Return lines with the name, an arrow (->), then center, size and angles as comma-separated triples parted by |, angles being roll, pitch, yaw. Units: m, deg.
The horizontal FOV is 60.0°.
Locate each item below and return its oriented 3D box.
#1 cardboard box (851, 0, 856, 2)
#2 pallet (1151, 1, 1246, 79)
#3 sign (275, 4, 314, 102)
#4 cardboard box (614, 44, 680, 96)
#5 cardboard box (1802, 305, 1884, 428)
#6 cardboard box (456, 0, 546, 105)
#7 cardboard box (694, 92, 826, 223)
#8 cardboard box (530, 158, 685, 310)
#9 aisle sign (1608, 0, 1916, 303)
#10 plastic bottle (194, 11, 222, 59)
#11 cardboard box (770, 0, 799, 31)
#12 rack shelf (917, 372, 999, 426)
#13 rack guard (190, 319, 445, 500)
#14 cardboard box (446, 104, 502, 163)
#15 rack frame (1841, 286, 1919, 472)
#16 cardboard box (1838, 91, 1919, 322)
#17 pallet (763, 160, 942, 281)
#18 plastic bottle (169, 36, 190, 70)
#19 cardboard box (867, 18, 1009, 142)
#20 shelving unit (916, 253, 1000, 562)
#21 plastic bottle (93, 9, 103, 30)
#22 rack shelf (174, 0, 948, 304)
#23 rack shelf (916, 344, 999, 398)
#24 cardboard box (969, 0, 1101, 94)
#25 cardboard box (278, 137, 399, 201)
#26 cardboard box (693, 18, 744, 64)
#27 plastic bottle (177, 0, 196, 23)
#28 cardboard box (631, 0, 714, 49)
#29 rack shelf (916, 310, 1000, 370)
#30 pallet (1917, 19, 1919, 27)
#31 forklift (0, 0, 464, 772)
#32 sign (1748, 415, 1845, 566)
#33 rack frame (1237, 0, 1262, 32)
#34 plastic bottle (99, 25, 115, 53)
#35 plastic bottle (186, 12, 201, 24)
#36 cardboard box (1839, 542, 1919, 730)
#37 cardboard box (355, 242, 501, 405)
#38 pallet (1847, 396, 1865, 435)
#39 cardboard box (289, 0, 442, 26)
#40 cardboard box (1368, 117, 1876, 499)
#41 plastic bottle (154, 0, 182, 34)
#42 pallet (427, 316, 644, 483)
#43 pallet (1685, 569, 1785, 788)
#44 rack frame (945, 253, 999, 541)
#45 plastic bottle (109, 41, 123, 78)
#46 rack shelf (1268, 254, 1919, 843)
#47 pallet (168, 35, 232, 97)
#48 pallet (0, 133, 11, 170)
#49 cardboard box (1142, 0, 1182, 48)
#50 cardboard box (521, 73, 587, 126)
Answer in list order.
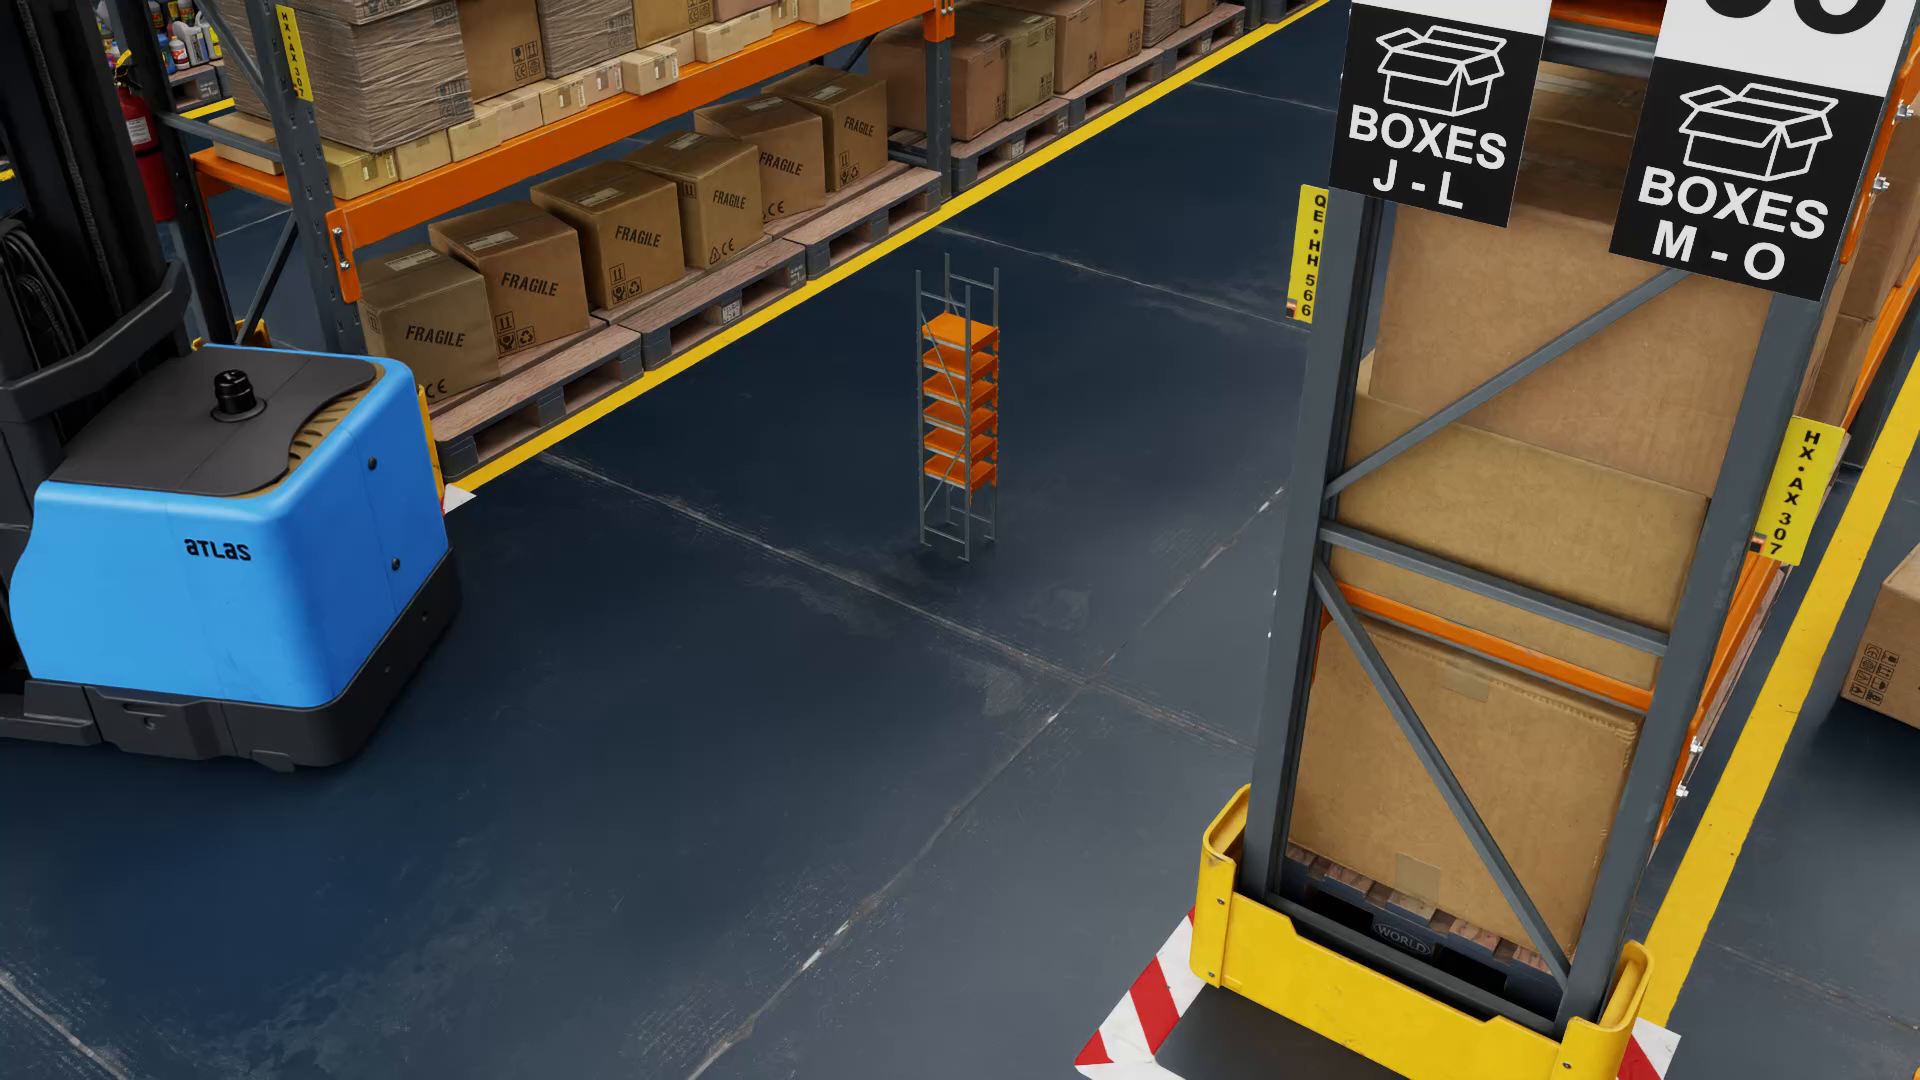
cardboard box -> -0.718, -2.853, 8.515 | 0.380, 0.149, 0.250 | 21, 39, 28
pallet -> 1.339, -3.684, 12.009 | 1.003, 0.211, 1.213 | 21, 39, 28
sign -> -2.329, -1.702, 5.816 | 0.100, 0.325, 0.005 | 21, 39, 28
cardboard box -> -1.482, -2.127, 7.442 | 0.380, 0.149, 0.250 | 21, 39, 28
cardboard box -> 2.134, -0.611, 4.842 | 0.875, 0.550, 0.550 | 21, 39, 28
cardboard box -> -2.253, -2.194, 6.962 | 0.875, 0.500, 0.500 | 21, 39, 28
cardboard box -> -1.076, -2.059, 8.973 | 0.500, 0.500, 0.500 | -23, 40, -30
cardboard box -> -1.720, -1.505, 8.155 | 0.500, 0.500, 0.500 | 25, 42, 32
aisle sign -> 1.448, -0.834, 2.985 | 0.394, 0.787, 0.004 | 21, 39, 28
plastic bottle -> -4.987, -3.399, 11.070 | 0.144, 0.351, 0.185 | 21, 39, 28
cardboard box -> -1.020, -2.629, 8.184 | 0.380, 0.149, 0.250 | 21, 39, 28
rack shelf -> -0.008, -0.553, 6.362 | 0.258, 0.103, 0.180 | 21, 39, 28
rack guard -> -2.732, -0.516, 7.067 | 1.175, 0.500, 0.348 | 21, 39, 28
cardboard box -> -2.104, -1.687, 6.791 | 0.380, 0.149, 0.250 | 21, 39, 28
rack frame -> 3.523, -1.727, 6.625 | 1.000, 3.000, 0.127 | 21, 39, 28
cardboard box -> 2.154, -1.050, 4.528 | 0.875, 0.550, 0.550 | 21, 39, 28
pallet -> -0.848, -1.882, 9.344 | 1.003, 0.211, 1.213 | 21, 39, 28
plastic bottle -> -5.128, -3.200, 10.910 | 0.097, 0.201, 0.097 | 0, 34, 0
cardboard box -> -0.127, -2.780, 10.022 | 0.700, 0.500, 0.500 | 18, 38, 25
shelving unit -> -0.008, -0.490, 6.404 | 0.258, 1.200, 0.189 | 21, 39, 28
plastic bottle -> -5.821, -3.417, 11.098 | 0.144, 0.351, 0.185 | 23, 40, 30
rack shelf -> -1.635, -2.139, 7.877 | 1.077, 0.370, 4.000 | 21, 39, 28
rack shelf -> -0.008, -0.652, 6.294 | 0.258, 0.103, 0.180 | 21, 39, 28
cardboard box -> 0.479, -3.251, 10.718 | 0.700, 0.500, 0.500 | 18, 38, 24
cardboard box -> -2.417, -1.467, 6.467 | 0.380, 0.149, 0.250 | 21, 39, 28
cardboard box -> -1.243, -2.375, 7.808 | 0.380, 0.149, 0.250 | 21, 39, 28
plastic bottle -> -5.348, -3.647, 11.508 | 0.097, 0.271, 0.097 | 0, 34, 0
cardboard box -> -1.637, -2.637, 7.616 | 0.875, 0.500, 0.500 | 21, 39, 28
rack shelf -> -0.008, -0.752, 6.227 | 0.258, 0.103, 0.180 | 21, 39, 28
pallet -> 1.656, -1.436, 3.598 | 1.003, 0.211, 1.213 | 21, 39, 28
forklift -> -3.442, -0.823, 5.351 | 3.031, 2.935, 1.130 | 5, 34, 8
sign -> 1.694, -0.097, 3.372 | 0.100, 0.325, 0.005 | 21, 39, 28
rack frame -> 1.786, -5.198, 11.759 | 1.000, 3.000, 0.127 | 21, 39, 28
plastic bottle -> -5.697, -3.337, 11.112 | 0.097, 0.201, 0.097 | 0, 34, 0
plastic bottle -> -5.086, -3.392, 11.120 | 0.061, 0.283, 0.133 | 21, 39, 28
cardboard box -> 3.480, 0.350, 5.784 | 0.500, 0.500, 0.500 | 29, 44, 36
cardboard box -> -2.405, -0.937, 7.314 | 0.500, 0.500, 0.500 | -29, 43, -35
pallet -> 3.901, -0.951, 7.967 | 1.003, 0.211, 1.213 | 21, 39, 28
cardboard box -> -2.238, -2.261, 6.169 | 0.500, 0.500, 0.500 | 21, 39, 28
cardboard box -> 1.485, -0.554, 3.793 | 0.875, 0.550, 0.550 | 21, 39, 28
plastic bottle -> -5.472, -3.699, 11.513 | 0.144, 0.351, 0.185 | 20, 39, 26
pallet -> -2.240, -0.759, 7.684 | 1.003, 0.211, 1.213 | 21, 39, 28
pallet -> 2.330, 0.317, 6.092 | 1.003, 0.211, 1.213 | 21, 39, 28
rack frame -> 0.044, -0.532, 6.466 | 0.240, 1.200, 0.006 | 21, 39, 28
plastic bottle -> -5.359, -3.043, 10.615 | 0.097, 0.271, 0.097 | 0, 34, 0
rack shelf -> 2.382, -0.508, 5.466 | 1.077, 0.370, 4.000 | 21, 39, 28
pallet -> -4.981, -3.488, 11.720 | 1.003, 0.211, 1.213 | 21, 39, 28
pallet -> -6.372, -2.366, 10.060 | 1.003, 0.211, 1.213 | 21, 39, 28
cardboard box -> 1.115, -3.771, 11.487 | 0.700, 0.500, 0.500 | 18, 38, 24
cardboard box -> -1.830, -1.921, 7.137 | 0.380, 0.149, 0.250 | 21, 39, 28
